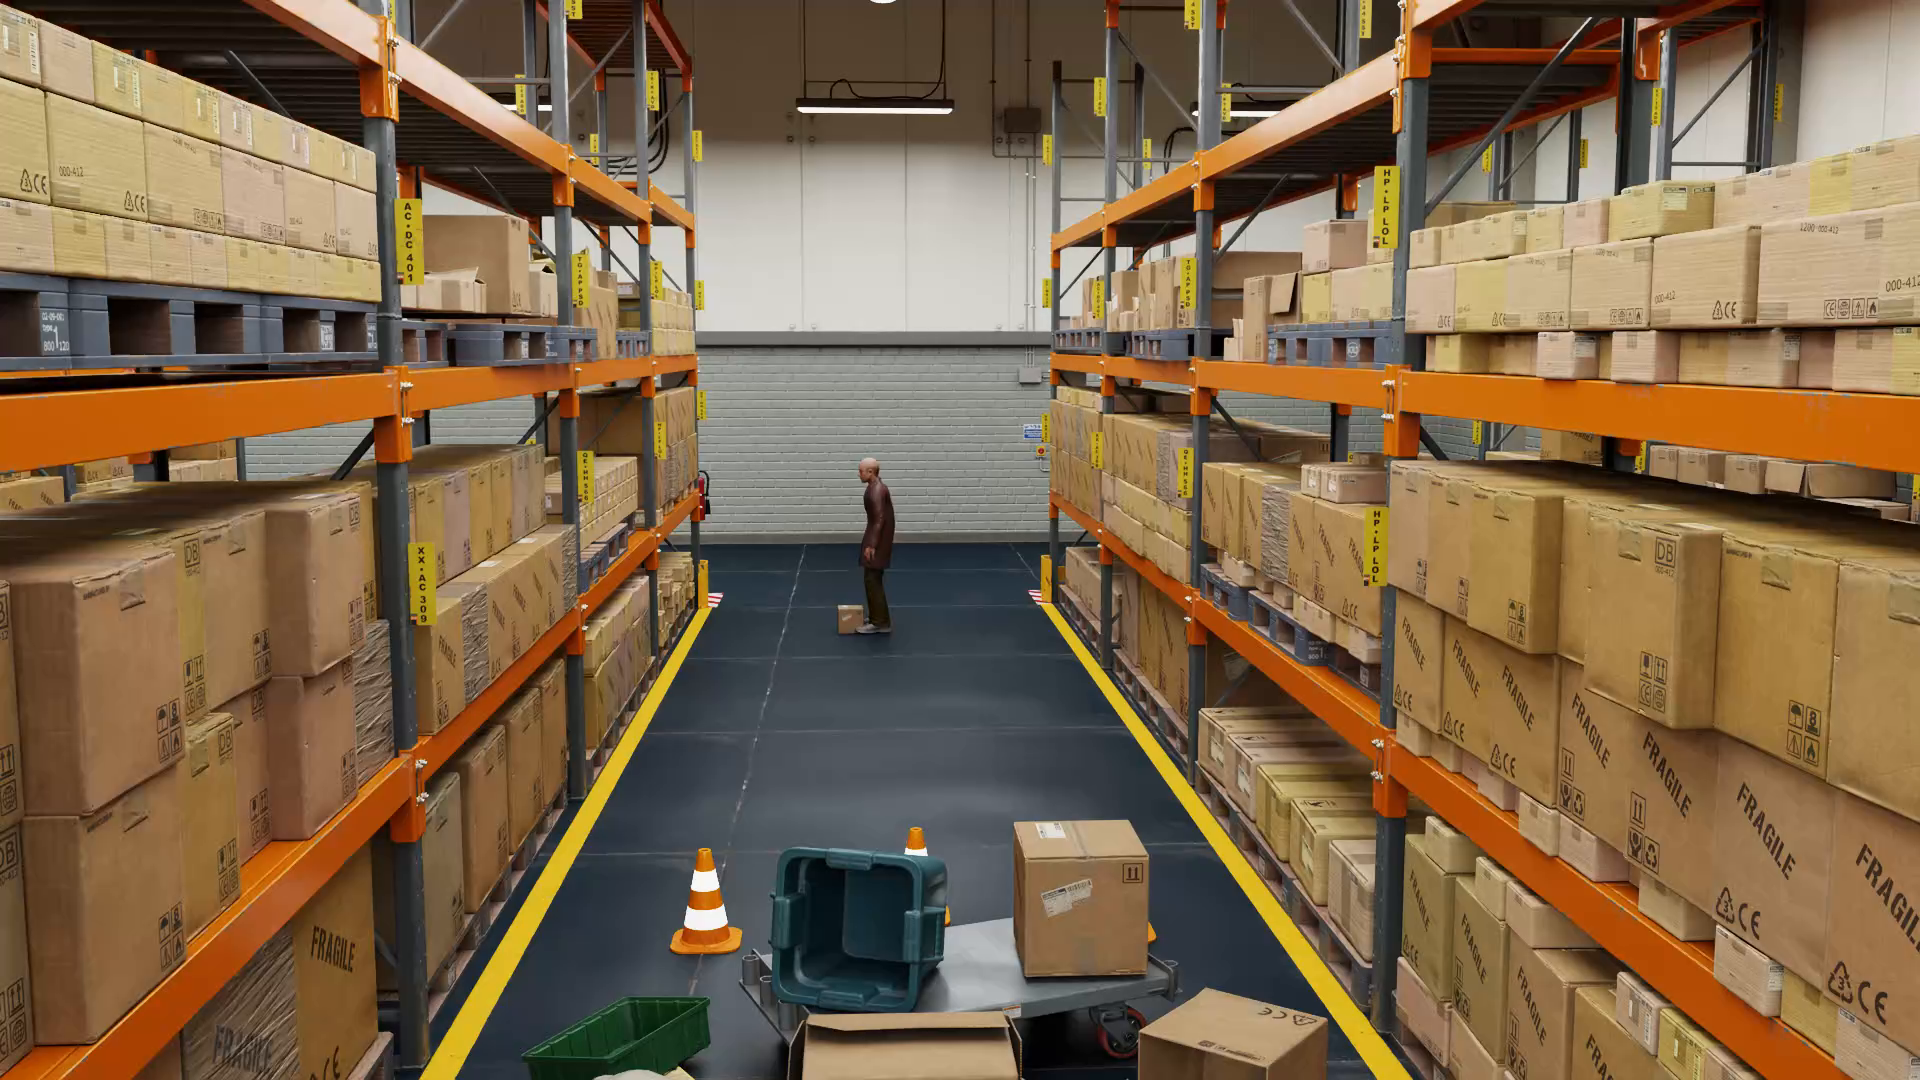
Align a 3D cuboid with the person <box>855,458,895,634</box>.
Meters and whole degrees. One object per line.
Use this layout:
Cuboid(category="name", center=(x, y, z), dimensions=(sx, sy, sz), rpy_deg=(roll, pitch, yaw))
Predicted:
Cuboid(category="person", center=(-0.870, 0.048, 16.893), dimensions=(0.428, 1.773, 0.643), rpy_deg=(0, 7, -3))
